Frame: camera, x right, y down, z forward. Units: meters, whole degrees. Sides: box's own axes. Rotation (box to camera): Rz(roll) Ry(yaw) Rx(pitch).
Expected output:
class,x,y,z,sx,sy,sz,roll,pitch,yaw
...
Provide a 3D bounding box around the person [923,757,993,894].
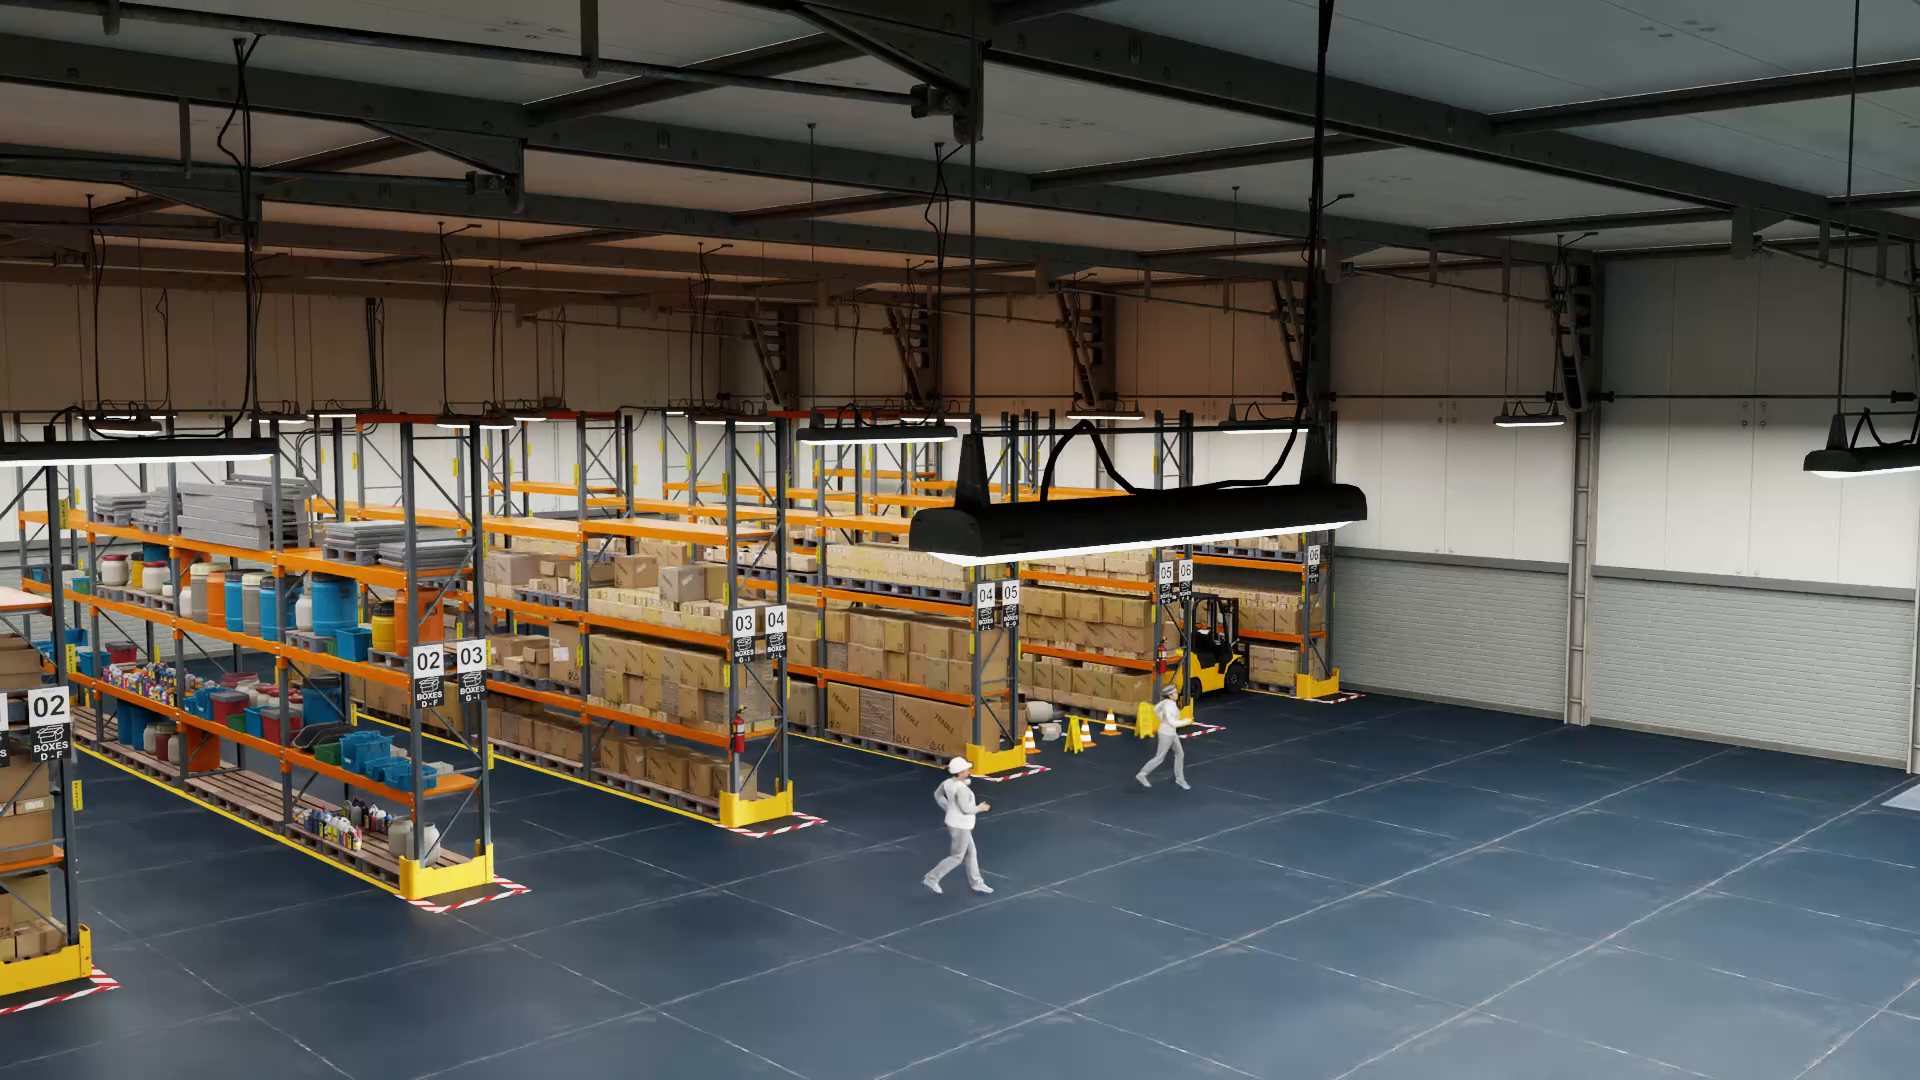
class,x,y,z,sx,sy,sz,roll,pitch,yaw
person,-0.014,3.618,20.932,0.949,1.787,0.658,-1,5,-16

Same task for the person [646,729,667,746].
class,x,y,z,sx,sy,sz,roll,pitch,yaw
person,-5.479,2.816,30.257,0.770,1.841,0.655,3,6,34

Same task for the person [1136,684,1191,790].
class,x,y,z,sx,sy,sz,roll,pitch,yaw
person,3.278,3.167,26.740,0.889,1.738,0.622,1,5,6

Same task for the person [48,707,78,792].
class,x,y,z,sx,sy,sz,roll,pitch,yaw
person,-14.211,3.215,26.282,0.753,1.726,0.561,4,7,41
